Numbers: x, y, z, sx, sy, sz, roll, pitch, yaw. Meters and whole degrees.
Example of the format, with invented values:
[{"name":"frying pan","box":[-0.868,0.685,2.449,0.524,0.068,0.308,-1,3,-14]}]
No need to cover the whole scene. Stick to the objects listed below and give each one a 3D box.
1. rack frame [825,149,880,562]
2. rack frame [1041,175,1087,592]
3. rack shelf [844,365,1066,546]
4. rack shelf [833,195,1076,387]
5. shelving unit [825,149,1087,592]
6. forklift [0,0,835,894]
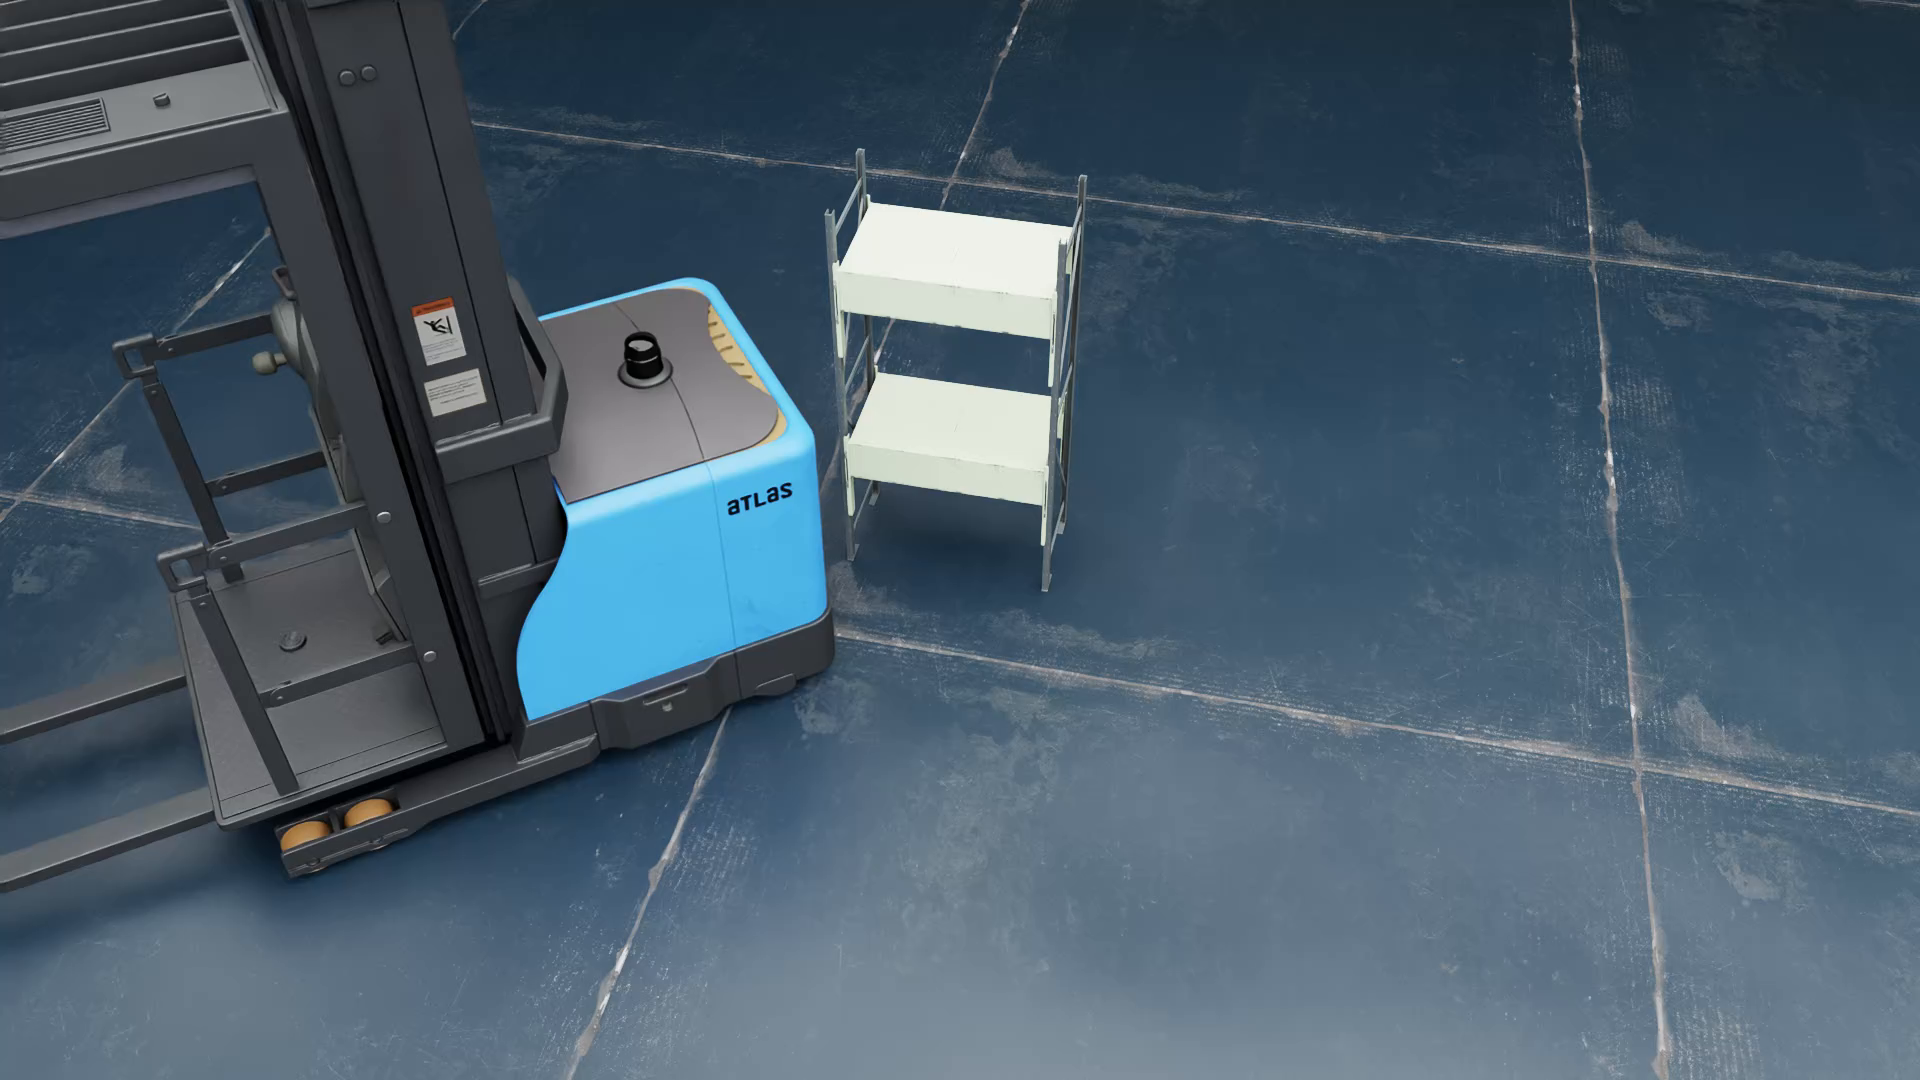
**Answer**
[{"name":"rack frame","box":[-0.364,-0.597,5.789,0.023,1.500,0.400,9,45,9]},{"name":"rack frame","box":[0.351,-0.486,5.673,0.023,1.500,0.400,9,45,9]},{"name":"rack shelf","box":[-0.007,-0.306,5.957,0.720,0.370,0.431,9,45,9]},{"name":"rack shelf","box":[-0.007,-0.823,5.460,0.720,0.370,0.431,9,45,9]},{"name":"shelving unit","box":[-0.007,-0.541,5.731,0.755,1.500,0.431,9,45,9]},{"name":"forklift","box":[-1.984,-0.442,4.596,3.031,2.935,1.130,-19,47,-19]}]
